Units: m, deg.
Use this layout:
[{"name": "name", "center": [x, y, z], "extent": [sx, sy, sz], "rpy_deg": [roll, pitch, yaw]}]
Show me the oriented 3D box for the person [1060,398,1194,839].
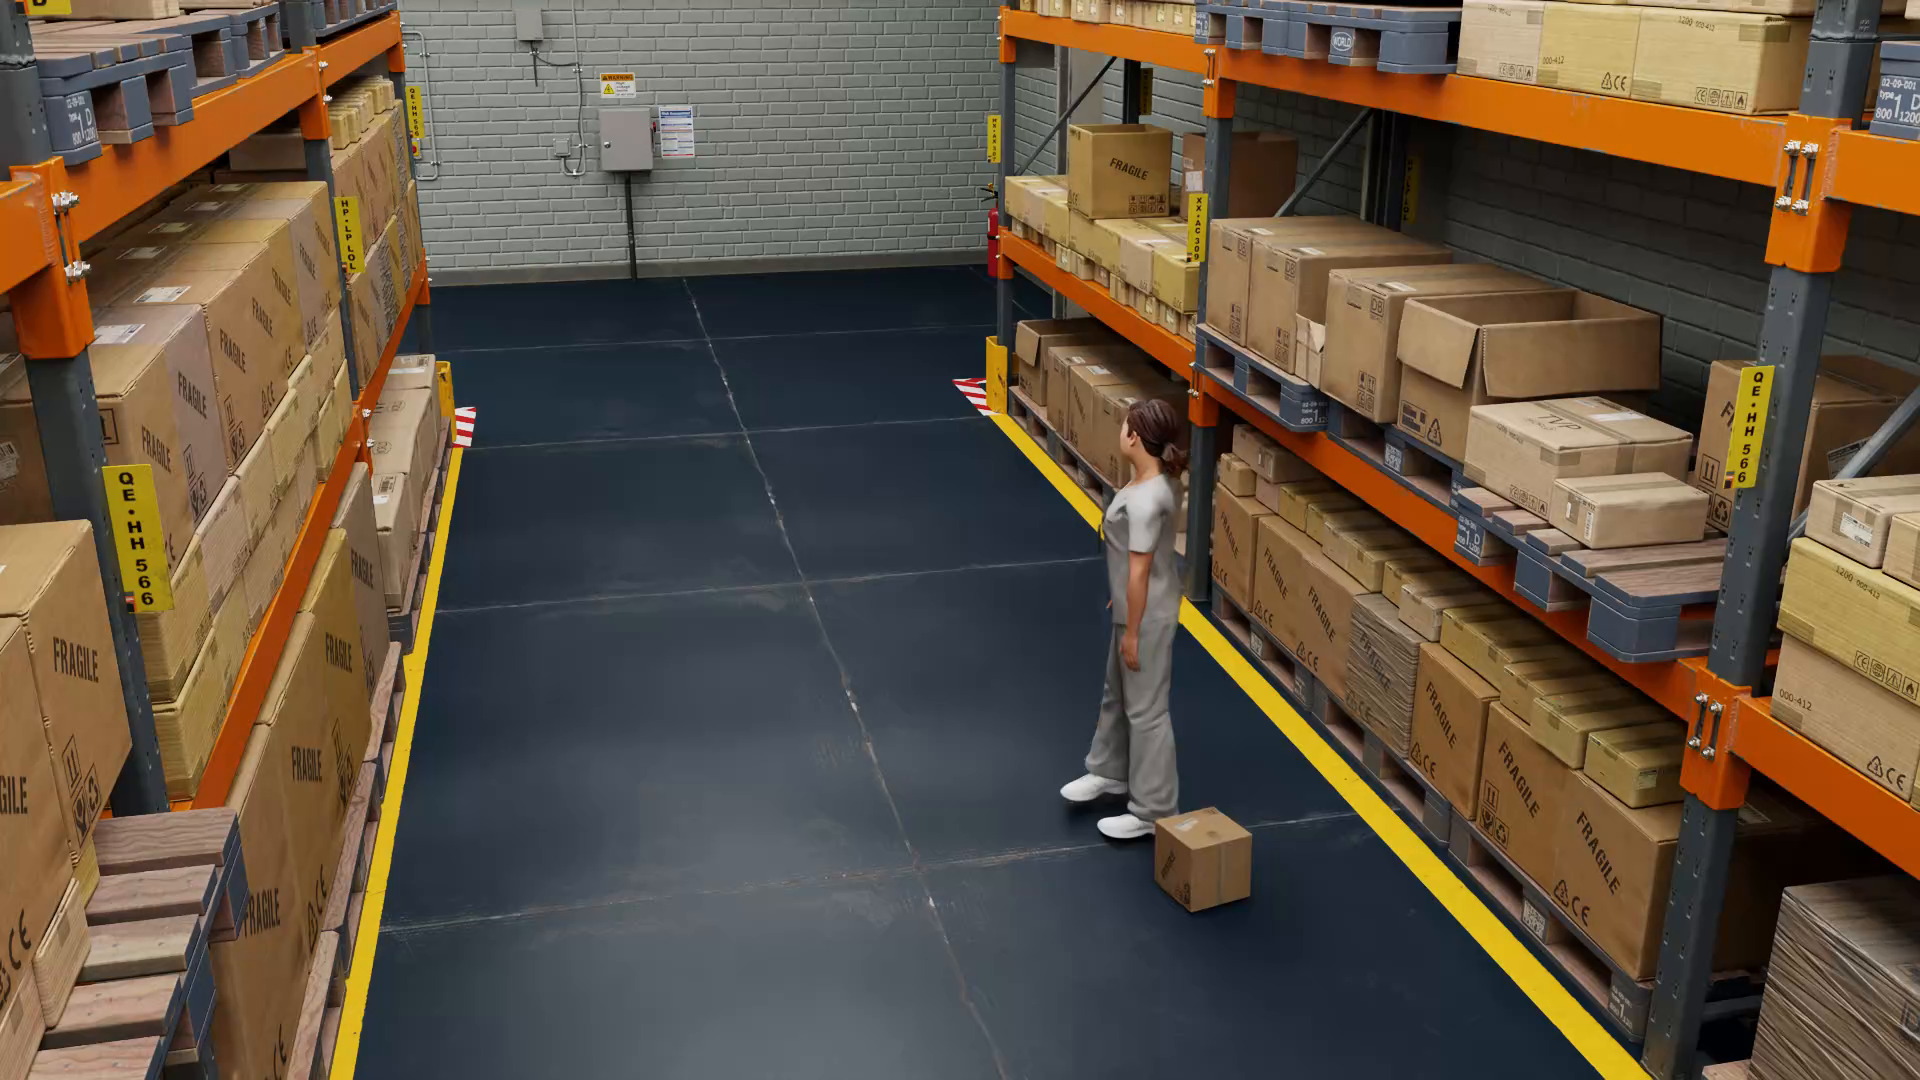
[{"name": "person", "center": [0.623, 0.287, 6.208], "extent": [0.479, 1.675, 0.461], "rpy_deg": [5, 20, 12]}]
